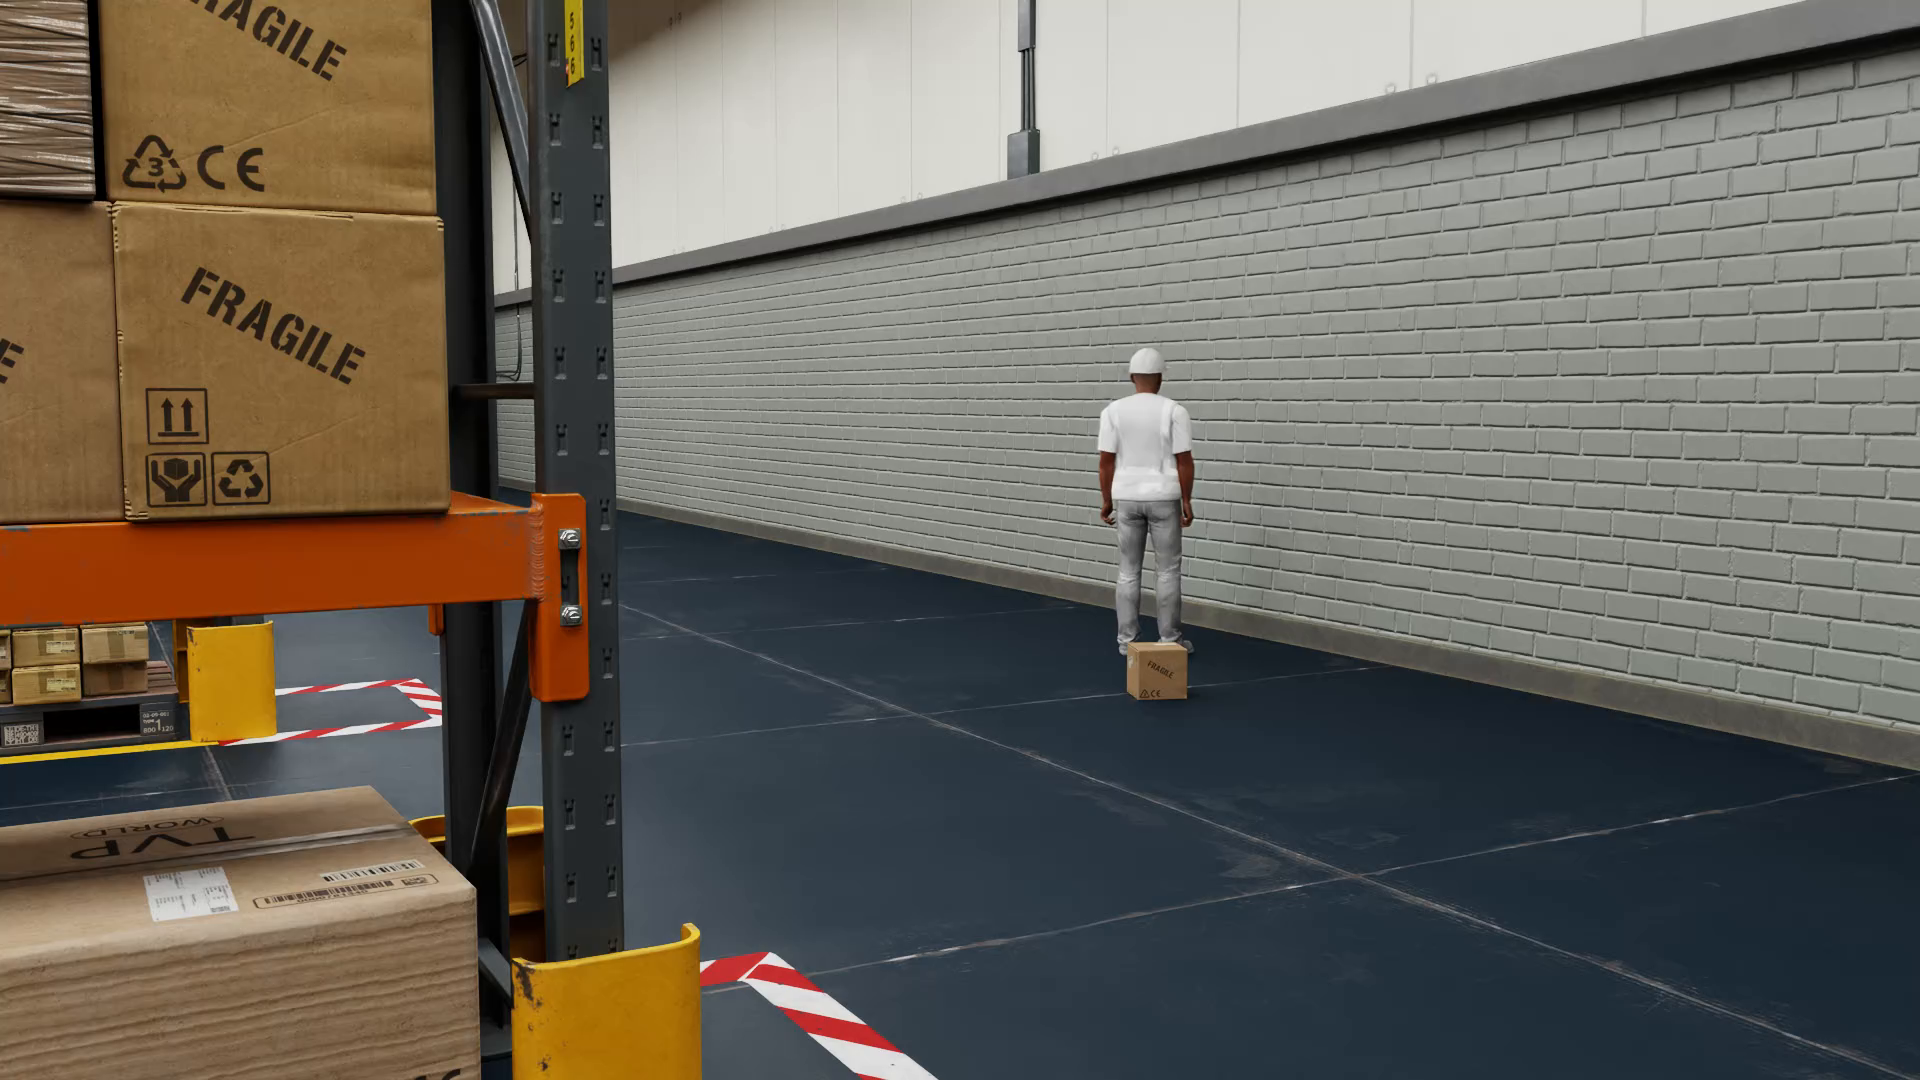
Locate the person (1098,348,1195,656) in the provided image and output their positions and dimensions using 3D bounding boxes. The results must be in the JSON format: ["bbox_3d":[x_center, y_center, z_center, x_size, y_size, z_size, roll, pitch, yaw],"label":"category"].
[{"bbox_3d":[1.083,-0.218,9.593,0.552,1.770,0.379,2,5,18],"label":"person"}]
